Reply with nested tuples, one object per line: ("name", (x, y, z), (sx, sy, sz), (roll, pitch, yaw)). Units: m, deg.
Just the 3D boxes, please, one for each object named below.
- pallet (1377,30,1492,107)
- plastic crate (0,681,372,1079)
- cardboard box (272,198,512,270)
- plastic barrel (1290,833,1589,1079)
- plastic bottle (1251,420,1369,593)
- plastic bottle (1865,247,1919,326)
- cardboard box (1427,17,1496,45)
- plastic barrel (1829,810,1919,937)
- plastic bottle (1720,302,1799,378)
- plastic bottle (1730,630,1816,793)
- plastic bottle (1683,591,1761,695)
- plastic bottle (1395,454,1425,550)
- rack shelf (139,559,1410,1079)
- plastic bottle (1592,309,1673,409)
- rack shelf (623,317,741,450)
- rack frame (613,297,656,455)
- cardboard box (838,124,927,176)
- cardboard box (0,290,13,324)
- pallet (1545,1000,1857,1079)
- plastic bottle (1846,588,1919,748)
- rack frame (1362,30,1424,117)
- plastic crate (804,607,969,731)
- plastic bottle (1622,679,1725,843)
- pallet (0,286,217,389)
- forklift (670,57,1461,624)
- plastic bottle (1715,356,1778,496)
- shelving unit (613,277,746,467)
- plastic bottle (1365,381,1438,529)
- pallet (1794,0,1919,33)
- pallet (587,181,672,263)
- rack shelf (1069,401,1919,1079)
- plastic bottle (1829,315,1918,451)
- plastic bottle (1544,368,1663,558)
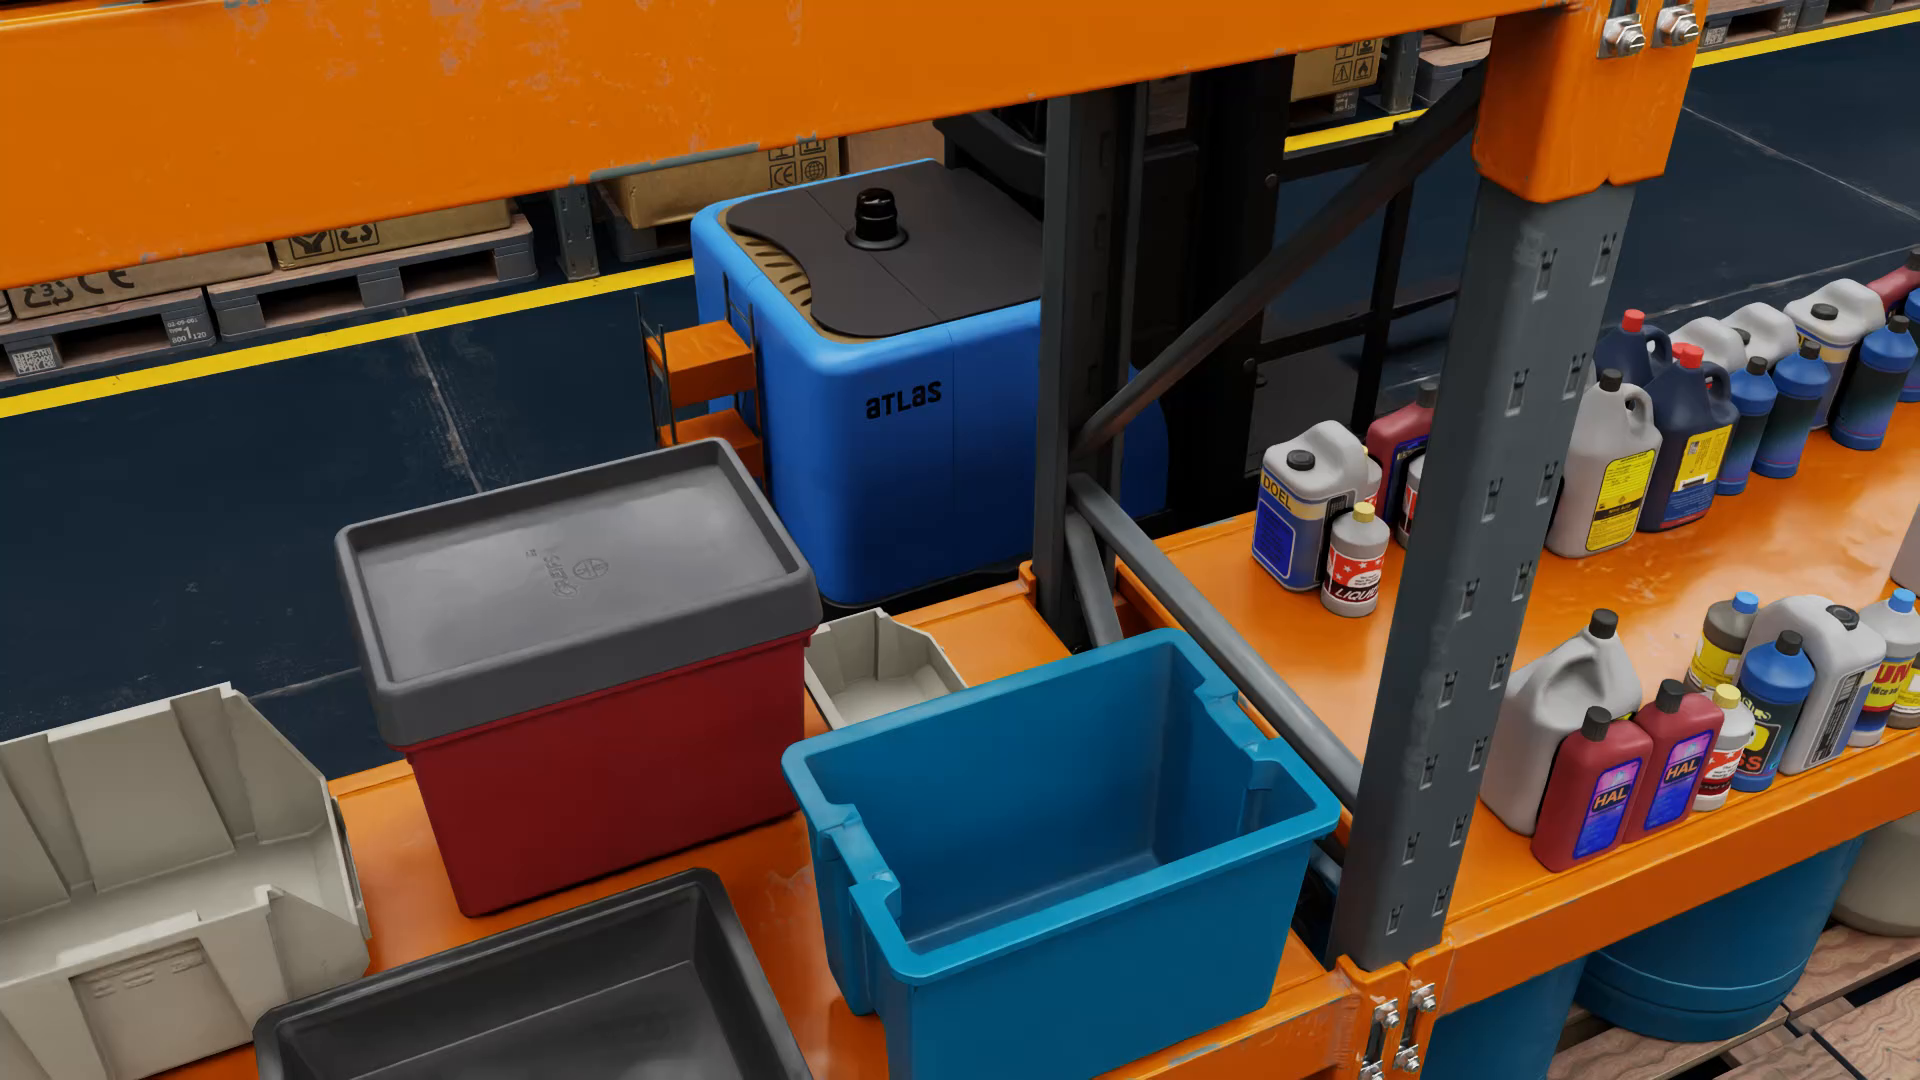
("pallet", (2.618, -2.602, 8.581), (1.213, 0.211, 1.003), (-16, 39, -20))
("plastic crate", (-1.068, 0.469, 2.149), (0.530, 0.282, 0.437), (-16, 39, -20))
("cardboard box", (-2.343, -1.704, 6.461), (0.875, 0.875, 0.875), (-16, 39, -20))
("plastic barrel", (0.893, 0.704, 3.192), (0.708, 0.901, 0.600), (-16, 39, -20))
("plastic bottle", (0.612, -0.066, 2.925), (0.135, 0.276, 0.152), (-16, 39, -20))
("plastic bottle", (1.921, -0.465, 3.457), (0.133, 0.283, 0.061), (-16, 39, -20))
("cardboard box", (2.508, -2.878, 8.342), (0.500, 0.500, 0.700), (-18, 40, -22))
("plastic barrel", (2.083, 0.586, 3.678), (0.421, 0.512, 0.421), (0, 37, 0))
("plastic bottle", (1.522, -0.320, 3.268), (0.135, 0.276, 0.152), (-16, 39, -20))
("plastic bottle", (1.212, 0.250, 2.504), (0.097, 0.271, 0.097), (0, 37, 0))
("plastic bottle", (1.235, 0.171, 2.668), (0.097, 0.201, 0.097), (0, 37, 0))
("plastic bottle", (0.852, -0.081, 3.008), (0.097, 0.201, 0.097), (0, 37, 0))
("rack shelf", (-1.417, 0.953, 2.051), (4.000, 0.370, 1.077), (-16, 39, -20))
("plastic bottle", (1.253, -0.278, 3.148), (0.185, 0.351, 0.144), (-16, 39, -20))
("rack shelf", (-0.748, -0.413, 4.466), (0.240, 0.259, 0.215), (-17, 40, -22))
("rack frame", (-0.856, -0.160, 4.584), (0.008, 1.050, 0.200), (-17, 40, -22))
("cardboard box", (-0.332, -2.228, 7.166), (0.875, 0.875, 1.225), (-17, 40, -21))
("cardboard box", (-3.963, -1.251, 5.850), (0.875, 0.875, 0.875), (-16, 39, -20))
("pallet", (1.109, 1.105, 3.583), (1.213, 0.211, 1.003), (-16, 39, -20))
("plastic bottle", (1.422, 0.191, 2.583), (0.097, 0.271, 0.097), (0, 37, 0))
("rack frame", (1.910, -3.525, 7.485), (0.127, 3.000, 1.000), (-16, 39, -20))
("plastic crate", (-0.089, 0.281, 2.525), (0.243, 0.136, 0.396), (-16, 39, -20))
("plastic bottle", (1.027, 0.308, 2.414), (0.133, 0.283, 0.061), (-16, 39, -20))
("pallet", (-3.539, -0.931, 6.329), (1.213, 0.211, 1.003), (-16, 39, -20))
("forklift", (0.715, -1.397, 4.673), (3.031, 2.935, 1.130), (-17, 40, -22))
("plastic bottle", (1.470, -0.222, 3.139), (0.097, 0.271, 0.097), (0, 37, 0))
("shelving unit", (-0.748, -0.193, 4.629), (0.252, 1.050, 0.215), (-17, 40, -22))
("plastic bottle", (0.802, -0.152, 3.035), (0.133, 0.283, 0.061), (-16, 39, -20))
("pallet", (4.826, -3.220, 9.414), (1.213, 0.211, 1.003), (-16, 39, -20))
("pallet", (-1.045, -1.629, 7.269), (1.213, 0.211, 1.003), (-16, 39, -20))
("rack shelf", (2.204, -0.059, 3.416), (4.000, 0.370, 1.077), (-16, 39, -20))
("plastic bottle", (1.801, -0.315, 3.264), (0.097, 0.271, 0.097), (0, 37, 0))
("plastic bottle", (1.147, -0.153, 2.980), (0.185, 0.351, 0.144), (-16, 39, -20))
